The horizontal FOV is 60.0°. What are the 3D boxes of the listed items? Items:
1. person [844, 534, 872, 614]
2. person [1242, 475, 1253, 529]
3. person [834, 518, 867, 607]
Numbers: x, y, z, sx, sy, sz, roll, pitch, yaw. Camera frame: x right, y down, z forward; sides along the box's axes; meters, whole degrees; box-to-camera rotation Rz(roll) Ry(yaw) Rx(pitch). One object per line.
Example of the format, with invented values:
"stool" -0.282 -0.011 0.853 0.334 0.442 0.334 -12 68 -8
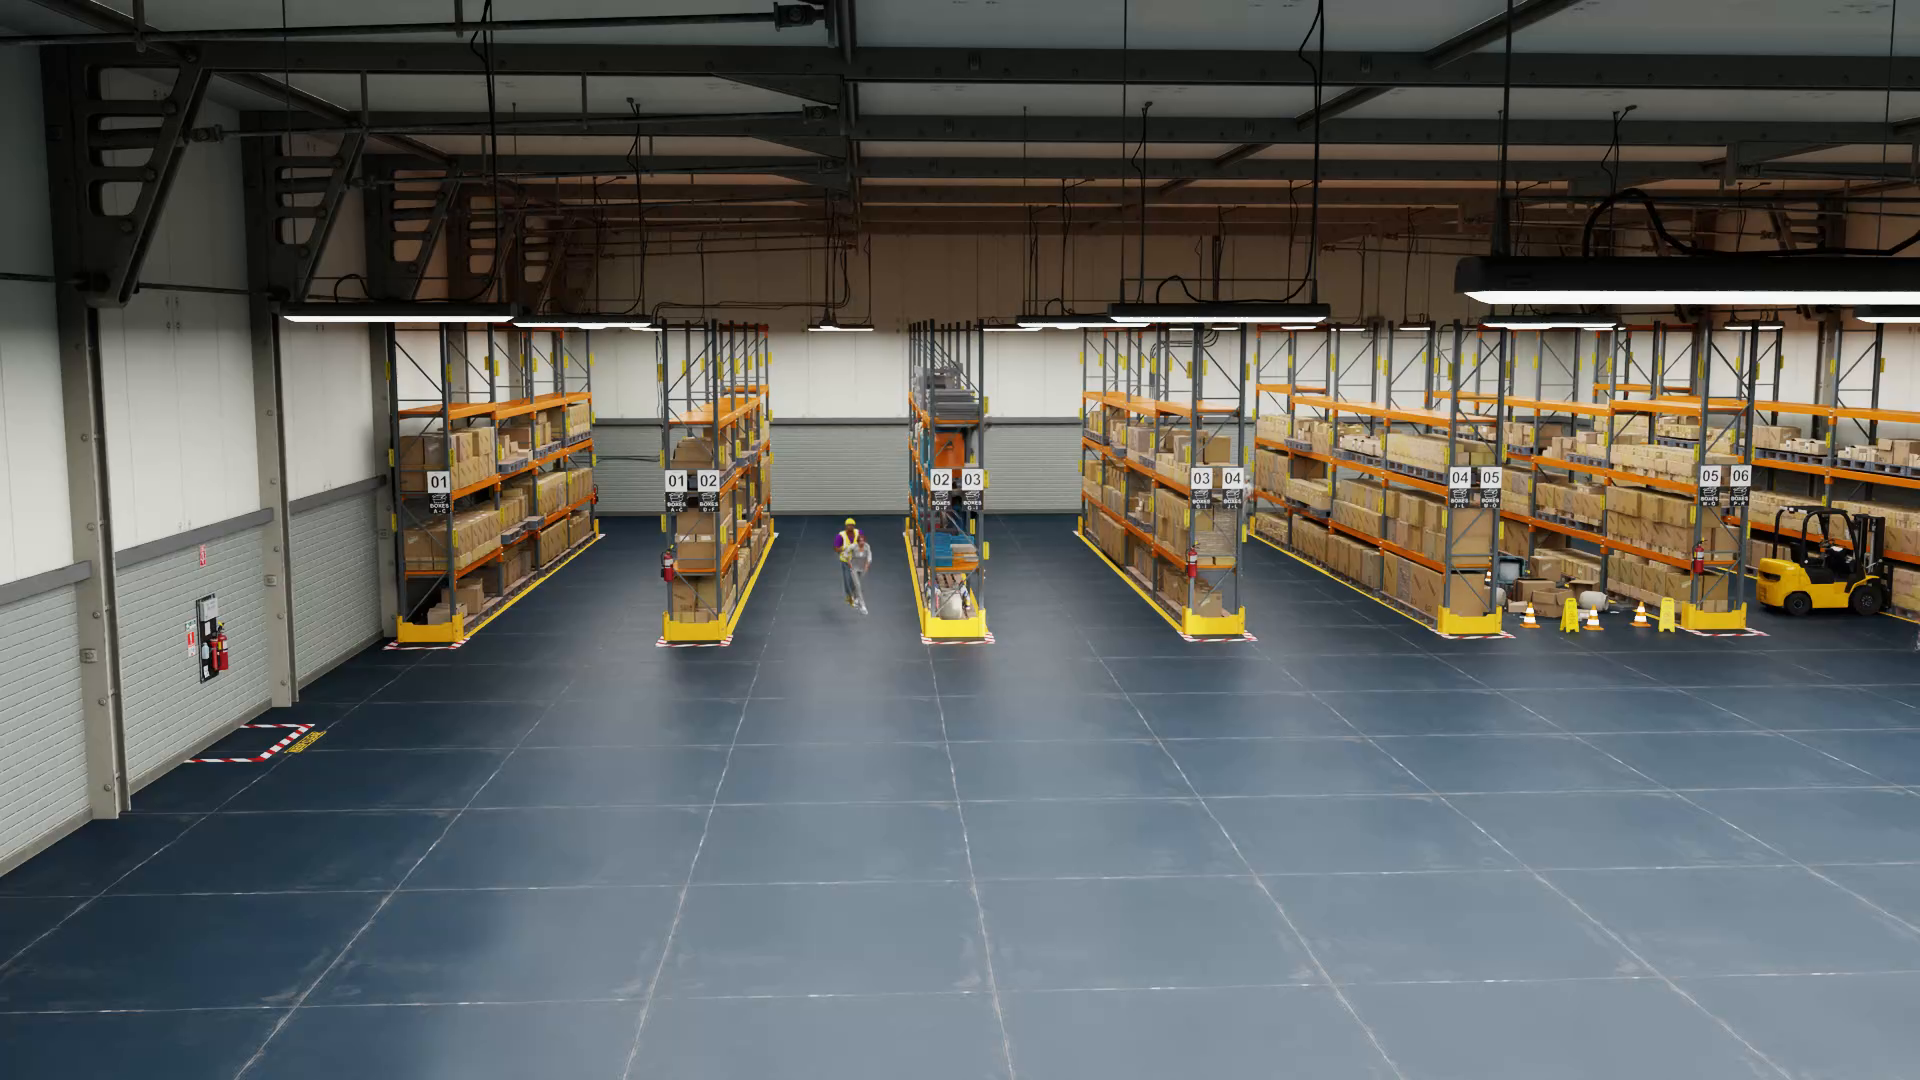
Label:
"person" -2.035 0.630 32.954 0.557 1.568 0.815 -2 7 -14
"person" 8.325 -1.102 48.769 0.500 1.612 0.640 -5 9 -35
"person" -2.185 0.450 33.478 0.735 1.803 0.782 -2 7 -16
